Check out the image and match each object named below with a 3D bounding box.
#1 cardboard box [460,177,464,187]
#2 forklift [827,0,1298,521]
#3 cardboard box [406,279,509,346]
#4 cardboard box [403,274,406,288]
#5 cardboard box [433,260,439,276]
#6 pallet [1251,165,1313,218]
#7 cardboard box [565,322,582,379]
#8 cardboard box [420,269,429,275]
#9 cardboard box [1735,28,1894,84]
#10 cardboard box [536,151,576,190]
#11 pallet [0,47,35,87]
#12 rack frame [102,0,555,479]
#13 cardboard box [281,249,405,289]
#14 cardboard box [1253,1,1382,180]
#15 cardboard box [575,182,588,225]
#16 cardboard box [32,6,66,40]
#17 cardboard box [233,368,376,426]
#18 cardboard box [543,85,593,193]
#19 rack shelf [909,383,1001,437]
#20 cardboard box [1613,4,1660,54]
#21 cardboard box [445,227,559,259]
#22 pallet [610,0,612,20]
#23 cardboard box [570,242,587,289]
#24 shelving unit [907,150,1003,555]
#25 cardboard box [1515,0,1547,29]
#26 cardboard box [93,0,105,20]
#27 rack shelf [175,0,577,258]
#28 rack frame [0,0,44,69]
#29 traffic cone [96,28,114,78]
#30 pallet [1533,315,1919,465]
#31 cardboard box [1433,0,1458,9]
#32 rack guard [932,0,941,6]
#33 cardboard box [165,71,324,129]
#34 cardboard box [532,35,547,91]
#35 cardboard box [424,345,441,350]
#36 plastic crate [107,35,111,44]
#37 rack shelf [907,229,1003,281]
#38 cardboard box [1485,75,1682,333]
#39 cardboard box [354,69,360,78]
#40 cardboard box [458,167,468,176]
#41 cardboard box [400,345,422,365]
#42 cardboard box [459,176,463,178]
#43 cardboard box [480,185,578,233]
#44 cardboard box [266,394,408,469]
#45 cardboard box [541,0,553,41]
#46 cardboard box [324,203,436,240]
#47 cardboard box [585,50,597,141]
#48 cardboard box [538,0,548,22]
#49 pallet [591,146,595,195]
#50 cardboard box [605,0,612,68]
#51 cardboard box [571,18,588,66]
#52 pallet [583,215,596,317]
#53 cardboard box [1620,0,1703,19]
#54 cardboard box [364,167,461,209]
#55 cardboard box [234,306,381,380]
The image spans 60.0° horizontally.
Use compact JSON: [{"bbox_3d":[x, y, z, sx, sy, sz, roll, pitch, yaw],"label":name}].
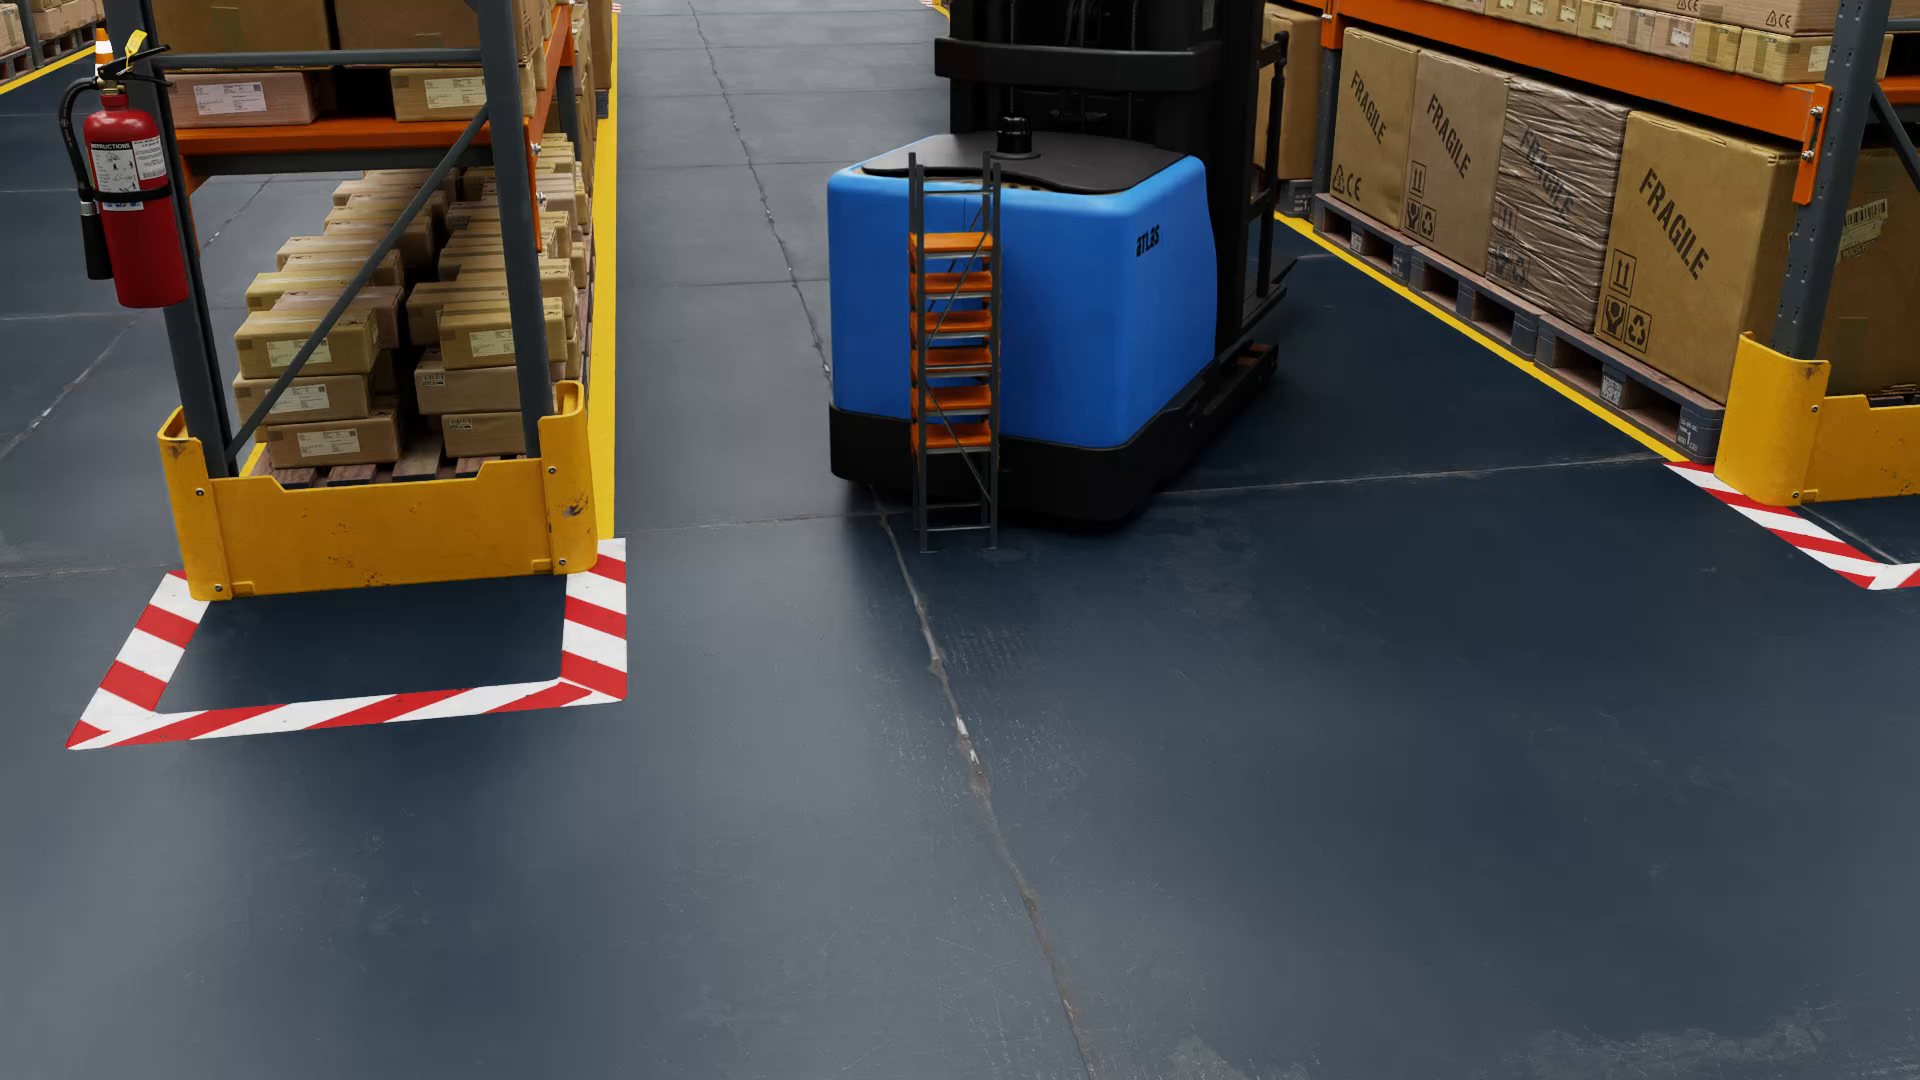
[{"bbox_3d":[-2.545,-1.609,7.851,0.380,0.149,0.250,-4,24,-9],"label":"cardboard box"},{"bbox_3d":[0.632,-1.959,6.074,1.130,2.935,3.031,10,26,22],"label":"forklift"},{"bbox_3d":[-1.625,-0.762,5.540,0.380,0.149,0.250,-4,24,-9],"label":"cardboard box"},{"bbox_3d":[-2.277,-0.888,6.201,0.380,0.149,0.250,-4,24,-9],"label":"cardboard box"},{"bbox_3d":[-2.354,-1.167,7.211,0.380,0.149,0.250,-5,24,-12],"label":"cardboard box"},{"bbox_3d":[2.244,-2.193,10.008,1.003,0.211,1.213,-4,24,-10],"label":"pallet"},{"bbox_3d":[-1.596,-0.691,6.121,0.380,0.149,0.250,-4,24,-9],"label":"cardboard box"},{"bbox_3d":[-2.405,-1.195,6.905,0.380,0.149,0.250,-4,24,-10],"label":"cardboard box"},{"bbox_3d":[2.811,-1.600,5.480,0.380,0.149,0.250,-4,24,-9],"label":"cardboard box"},{"bbox_3d":[-1.971,-1.689,7.663,0.380,0.149,0.250,-5,24,-10],"label":"cardboard box"},{"bbox_3d":[-8.612,-4.002,14.150,1.003,0.211,1.213,-4,24,-10],"label":"pallet"},{"bbox_3d":[-1.692,-1.272,4.415,1.000,3.000,0.127,-4,24,-10],"label":"rack frame"},{"bbox_3d":[-2.188,-0.923,5.908,0.380,0.149,0.250,-5,24,-12],"label":"cardboard box"},{"bbox_3d":[2.323,-2.642,9.682,1.225,0.875,0.875,-4,24,-10],"label":"cardboard box"},{"bbox_3d":[-1.932,-1.558,7.735,0.380,0.149,0.250,-5,24,-12],"label":"cardboard box"},{"bbox_3d":[-8.601,-4.771,15.336,0.500,0.250,0.500,-5,24,-12],"label":"cardboard box"},{"bbox_3d":[-2.071,-0.481,5.269,0.380,0.149,0.250,-5,24,-11],"label":"cardboard box"},{"bbox_3d":[-2.308,-2.203,9.145,0.500,0.500,0.500,-3,24,-8],"label":"cardboard box"},{"bbox_3d":[-0.017,-0.398,5.073,0.258,0.103,0.180,-3,24,-8],"label":"rack shelf"},{"bbox_3d":[2.671,-1.900,6.166,0.380,0.149,0.250,-4,24,-9],"label":"cardboard box"},{"bbox_3d":[-1.715,-1.071,6.250,0.380,0.149,0.250,-3,24,-8],"label":"cardboard box"},{"bbox_3d":[-4.426,-5.979,18.676,1.003,0.211,1.213,-4,24,-10],"label":"pallet"},{"bbox_3d":[-1.833,-1.196,7.277,0.380,0.149,0.250,-4,24,-10],"label":"cardboard box"},{"bbox_3d":[-0.017,-0.549,5.007,0.258,1.200,0.189,-3,24,-8],"label":"shelving unit"},{"bbox_3d":[2.529,-2.202,6.857,0.380,0.149,0.250,-4,24,-9],"label":"cardboard box"},{"bbox_3d":[-8.893,-5.384,16.741,0.500,0.250,0.500,-5,24,-12],"label":"cardboard box"},{"bbox_3d":[-2.062,-1.729,6.361,1.077,0.370,4.000,-4,24,-10],"label":"rack shelf"},{"bbox_3d":[-8.757,-5.586,14.293,1.000,3.000,0.127,-4,24,-10],"label":"rack frame"},{"bbox_3d":[-7.152,-4.040,13.921,0.336,0.463,0.334,-4,24,-10],"label":"traffic cone"},{"bbox_3d":[2.976,-0.630,6.430,1.003,0.211,1.213,-4,24,-10],"label":"pallet"},{"bbox_3d":[2.385,-2.506,7.554,0.380,0.149,0.250,-5,24,-10],"label":"cardboard box"},{"bbox_3d":[0.256,-6.718,20.006,1.175,0.500,0.348,-4,24,-10],"label":"rack guard"},{"bbox_3d":[-2.031,-1.265,4.711,0.380,0.149,0.250,-4,24,-10],"label":"cardboard box"},{"bbox_3d":[-1.515,-1.516,5.287,0.380,0.149,0.250,-5,24,-11],"label":"cardboard box"},{"bbox_3d":[-1.664,-0.721,5.819,0.380,0.149,0.250,-4,24,-9],"label":"cardboard box"},{"bbox_3d":[-8.242,-4.927,16.430,0.402,0.080,0.583,-13,27,-28],"label":"plastic crate"},{"bbox_3d":[-0.017,-0.838,4.881,0.258,0.103,0.180,-3,24,-8],"label":"rack shelf"},{"bbox_3d":[2.835,-1.422,6.888,0.875,0.875,0.875,-4,24,-10],"label":"cardboard box"},{"bbox_3d":[-2.171,-1.561,5.391,0.380,0.149,0.250,-4,24,-8],"label":"cardboard box"},{"bbox_3d":[-2.572,-1.853,8.040,0.380,0.149,0.250,-3,24,-8],"label":"cardboard box"},{"bbox_3d":[-2.165,-0.650,6.028,0.380,0.149,0.250,-4,24,-9],"label":"cardboard box"},{"bbox_3d":[-2.817,-2.165,9.058,0.500,0.500,0.500,-5,24,-11],"label":"cardboard box"},{"bbox_3d":[-1.797,-1.376,6.947,0.380,0.149,0.250,-5,24,-12],"label":"cardboard box"},{"bbox_3d":[-1.995,-0.350,5.341,0.380,0.149,0.250,-4,24,-9],"label":"cardboard box"},{"bbox_3d":[-1.790,-2.026,6.455,0.380,0.149,0.250,-4,24,-9],"label":"cardboard box"},{"bbox_3d":[-2.308,-1.237,6.628,0.380,0.149,0.250,-4,24,-9],"label":"cardboard box"},{"bbox_3d":[-2.587,-2.815,10.546,0.500,0.500,0.500,-5,24,-12],"label":"cardboard box"},{"bbox_3d":[-1.706,-2.054,5.708,0.500,0.500,0.500,-4,24,-9],"label":"cardboard box"},{"bbox_3d":[-2.807,-2.355,10.378,1.003,0.211,1.213,-4,24,-10],"label":"pallet"},{"bbox_3d":[-3.361,-4.170,13.337,1.050,0.750,0.750,-4,24,-9],"label":"cardboard box"},{"bbox_3d":[-2.500,-2.957,9.933,0.500,0.250,0.500,-3,24,-8],"label":"cardboard box"},{"bbox_3d":[-2.273,-1.306,7.977,1.003,0.211,1.213,-4,24,-10],"label":"pallet"},{"bbox_3d":[2.757,-2.038,5.984,0.500,0.250,0.500,-5,24,-11],"label":"cardboard box"},{"bbox_3d":[-2.414,-1.544,7.331,0.380,0.149,0.250,-5,24,-11],"label":"cardboard box"},{"bbox_3d":[-2.039,-0.620,5.217,0.380,0.149,0.250,-4,24,-9],"label":"cardboard box"}]
